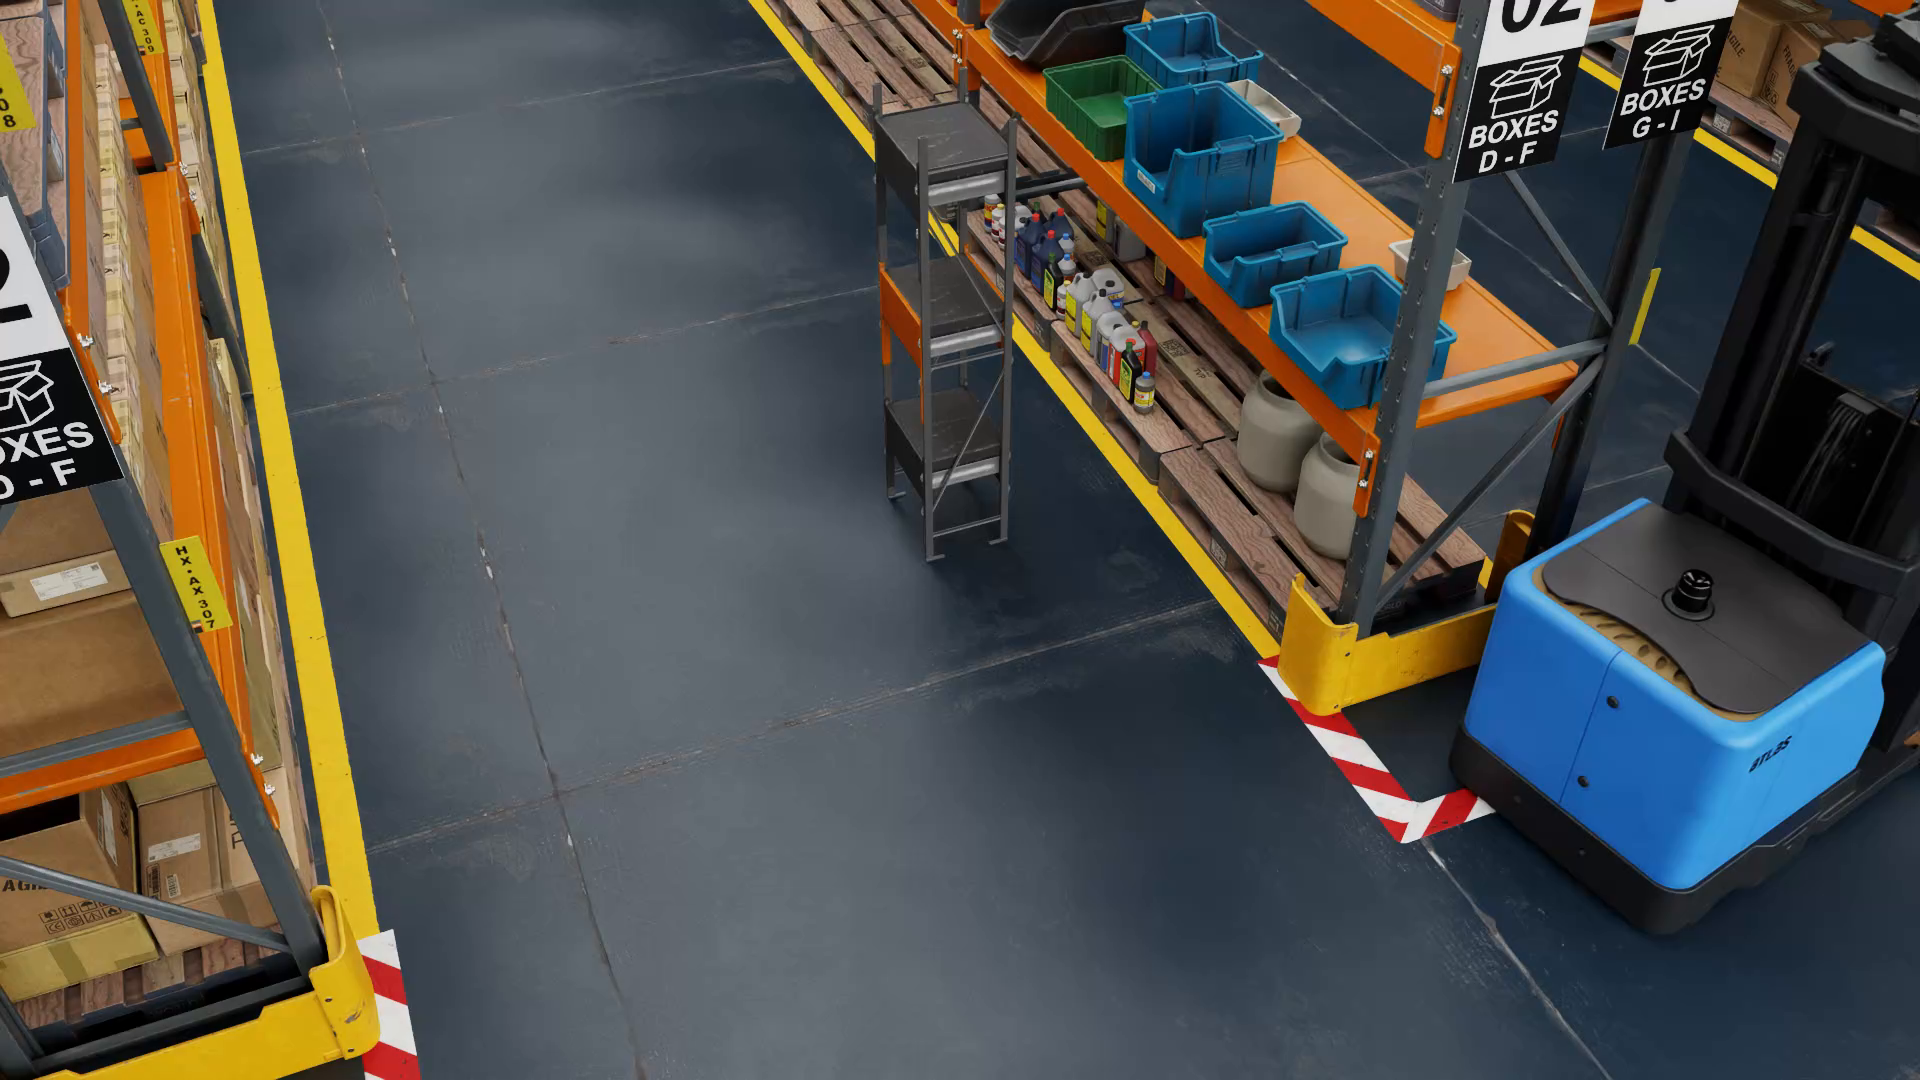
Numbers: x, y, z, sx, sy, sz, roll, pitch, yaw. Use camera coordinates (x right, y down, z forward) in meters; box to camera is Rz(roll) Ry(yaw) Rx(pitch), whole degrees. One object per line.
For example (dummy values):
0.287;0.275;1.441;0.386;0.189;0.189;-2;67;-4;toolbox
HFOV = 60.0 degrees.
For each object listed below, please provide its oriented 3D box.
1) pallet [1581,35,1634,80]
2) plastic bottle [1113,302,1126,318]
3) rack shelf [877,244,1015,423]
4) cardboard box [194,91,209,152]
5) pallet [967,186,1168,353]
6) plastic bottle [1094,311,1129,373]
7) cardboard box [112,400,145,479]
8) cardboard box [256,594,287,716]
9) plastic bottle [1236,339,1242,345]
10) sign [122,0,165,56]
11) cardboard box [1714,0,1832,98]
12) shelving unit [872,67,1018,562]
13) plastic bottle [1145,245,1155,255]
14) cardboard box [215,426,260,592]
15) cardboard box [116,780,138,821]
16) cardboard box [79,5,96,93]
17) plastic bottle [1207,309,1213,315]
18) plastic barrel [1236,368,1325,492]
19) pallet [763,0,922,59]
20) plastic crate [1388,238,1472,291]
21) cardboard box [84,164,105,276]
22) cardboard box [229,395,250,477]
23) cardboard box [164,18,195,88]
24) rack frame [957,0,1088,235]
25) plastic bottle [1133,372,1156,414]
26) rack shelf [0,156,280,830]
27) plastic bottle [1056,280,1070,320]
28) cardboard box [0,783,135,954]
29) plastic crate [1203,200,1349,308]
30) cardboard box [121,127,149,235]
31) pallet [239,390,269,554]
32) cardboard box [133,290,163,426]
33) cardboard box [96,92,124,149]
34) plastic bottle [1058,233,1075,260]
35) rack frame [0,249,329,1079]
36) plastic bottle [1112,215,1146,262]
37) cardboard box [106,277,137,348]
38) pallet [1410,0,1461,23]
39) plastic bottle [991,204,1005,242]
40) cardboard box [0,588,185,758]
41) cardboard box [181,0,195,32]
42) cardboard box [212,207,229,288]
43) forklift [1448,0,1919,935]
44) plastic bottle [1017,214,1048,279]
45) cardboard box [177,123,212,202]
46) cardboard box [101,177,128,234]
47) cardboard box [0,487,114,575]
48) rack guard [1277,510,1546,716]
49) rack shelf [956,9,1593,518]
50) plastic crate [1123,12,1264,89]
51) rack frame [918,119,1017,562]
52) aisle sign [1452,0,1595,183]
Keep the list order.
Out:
4.744;-3.673;11.778;1.003;0.211;1.213;-15;43;-17;pallet
0.794;-1.117;8.475;0.097;0.201;0.097;0;41;0;plastic bottle
-0.063;-0.885;7.109;0.431;0.518;0.480;-15;43;-17;rack shelf
-4.824;-2.449;10.003;0.500;0.250;0.500;-14;43;-16;cardboard box
0.686;-1.554;9.313;1.003;0.211;1.213;-15;43;-17;pallet
0.766;-0.990;8.270;0.152;0.276;0.135;-16;43;-18;plastic bottle
-2.729;-0.266;5.103;0.380;0.149;0.250;-15;43;-17;cardboard box
-2.965;0.520;6.550;0.500;0.250;0.500;-15;43;-17;cardboard box
1.461;-1.125;8.431;0.097;0.271;0.097;0;41;0;plastic bottle
-3.598;-2.290;7.306;0.100;0.325;0.005;-15;43;-17;sign
5.160;-3.222;10.710;0.500;0.500;0.500;-16;43;-18;cardboard box
-0.063;-0.896;7.100;0.431;2.100;0.503;-15;43;-17;shelving unit
1.054;-1.757;9.105;0.144;0.351;0.185;-17;44;-19;plastic bottle
-3.151;-0.067;6.657;0.500;0.500;0.500;-15;43;-17;cardboard box
-3.260;0.953;6.047;0.500;0.250;0.500;-15;43;-17;cardboard box
-3.935;-2.056;6.688;0.700;0.500;0.500;-15;43;-17;cardboard box
1.345;-1.307;8.643;0.097;0.271;0.097;0;41;0;plastic bottle
1.484;-0.512;7.549;0.421;0.512;0.421;0;41;0;plastic barrel
-0.802;-3.902;12.044;1.003;0.211;1.213;-15;43;-17;pallet
1.953;-1.136;6.891;0.298;0.136;0.250;-15;43;-17;plastic crate
-3.358;-1.149;5.633;0.700;0.500;0.500;-15;43;-17;cardboard box
-3.549;-0.381;7.597;0.500;0.250;0.500;-15;43;-17;cardboard box
-5.008;-2.966;10.173;0.500;0.311;0.500;-16;43;-18;cardboard box
0.468;-3.026;8.887;1.000;3.000;0.127;-15;43;-17;rack frame
0.890;-0.719;8.013;0.097;0.201;0.097;0;41;0;plastic bottle
-3.345;-0.315;6.286;1.077;0.370;4.000;-15;43;-17;rack shelf
0.552;-1.252;8.632;0.097;0.201;0.097;0;41;0;plastic bottle
-3.060;0.967;5.455;0.500;0.500;0.500;-15;43;-17;cardboard box
1.287;-1.179;6.853;0.499;0.251;0.408;-15;43;-17;plastic crate
-3.935;-1.565;7.111;0.700;0.500;0.500;-16;43;-18;cardboard box
-3.845;-0.246;7.792;1.003;0.211;1.213;-15;43;-17;pallet
-3.341;-0.637;6.032;0.700;0.500;0.500;-14;43;-16;cardboard box
-3.613;-1.659;6.723;0.380;0.149;0.250;-16;43;-18;cardboard box
0.560;-1.511;8.880;0.097;0.271;0.097;0;41;0;plastic bottle
-2.580;0.617;4.650;1.000;3.000;0.127;-15;43;-17;rack frame
0.926;-1.676;9.069;0.152;0.276;0.135;-15;43;-17;plastic bottle
-3.026;-0.732;5.645;0.380;0.149;0.250;-16;43;-17;cardboard box
1.772;-2.205;5.776;1.003;0.211;1.213;-15;43;-17;pallet
0.223;-1.769;9.234;0.097;0.201;0.097;0;41;0;plastic bottle
-2.747;0.295;4.948;0.700;0.500;0.500;-15;43;-17;cardboard box
-5.551;-3.766;11.328;0.500;0.500;0.500;-13;42;-15;cardboard box
-4.230;-1.522;8.925;0.500;0.250;0.500;-14;43;-16;cardboard box
3.419;-0.466;5.963;3.031;2.935;1.130;-24;46;-26;forklift
0.393;-1.598;8.921;0.144;0.351;0.185;-14;43;-16;plastic bottle
-4.424;-2.047;9.105;0.500;0.311;0.500;-16;43;-18;cardboard box
-3.324;-1.201;6.190;0.380;0.149;0.250;-14;43;-16;cardboard box
-2.767;-0.229;4.562;0.700;0.500;0.500;-15;43;-17;cardboard box
1.926;0.297;6.939;1.175;0.500;0.348;-15;43;-17;rack guard
1.233;-1.548;7.720;1.077;0.370;4.000;-15;43;-17;rack shelf
1.142;-2.370;8.239;0.499;0.251;0.616;-15;43;-17;plastic crate
0.030;-0.749;6.929;0.400;2.100;0.015;-15;43;-17;rack frame
1.751;-1.484;5.100;0.394;0.787;0.004;-15;43;-17;aisle sign
